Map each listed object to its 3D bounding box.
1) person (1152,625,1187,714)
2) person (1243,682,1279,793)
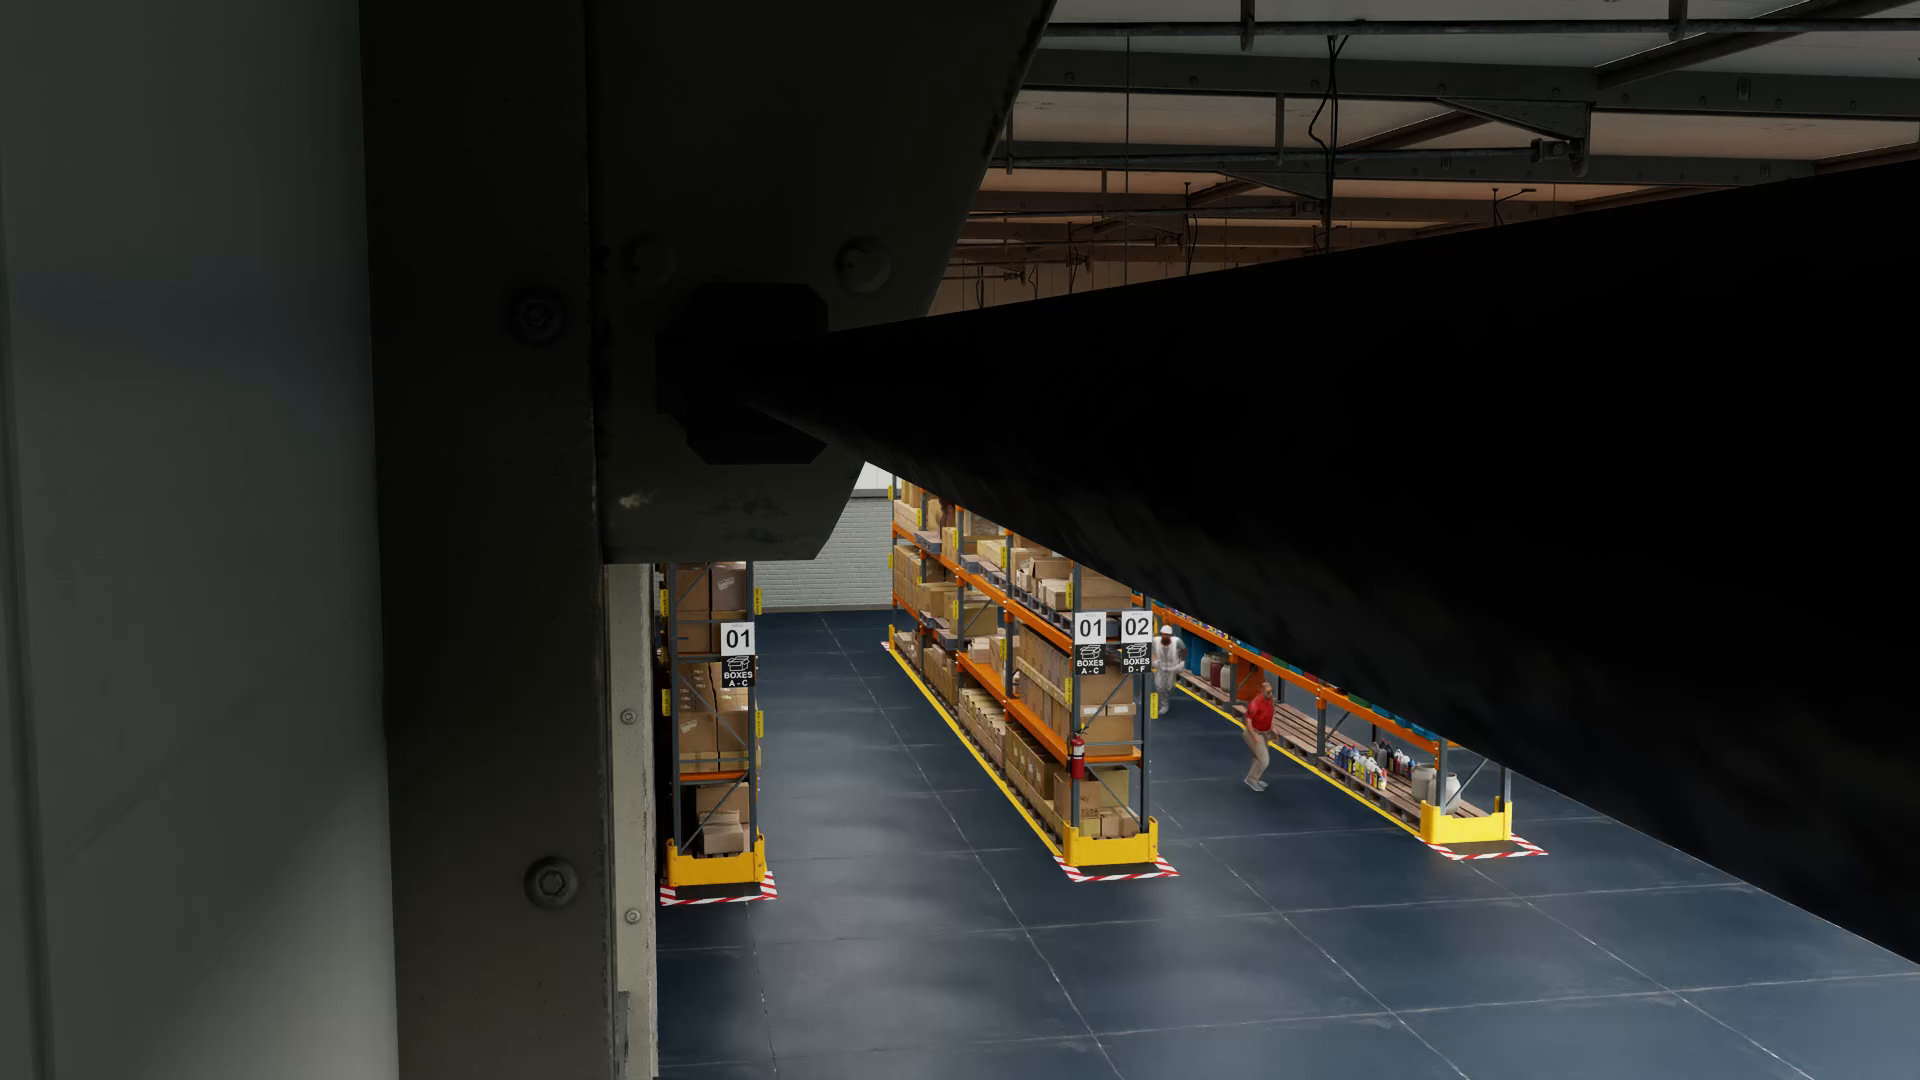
[{"bbox_3d":[3.722,2.302,29.780,0.688,1.648,0.867,1,6,5],"label":"person"},{"bbox_3d":[4.391,2.876,24.471,0.563,1.670,0.664,5,8,37],"label":"person"}]
